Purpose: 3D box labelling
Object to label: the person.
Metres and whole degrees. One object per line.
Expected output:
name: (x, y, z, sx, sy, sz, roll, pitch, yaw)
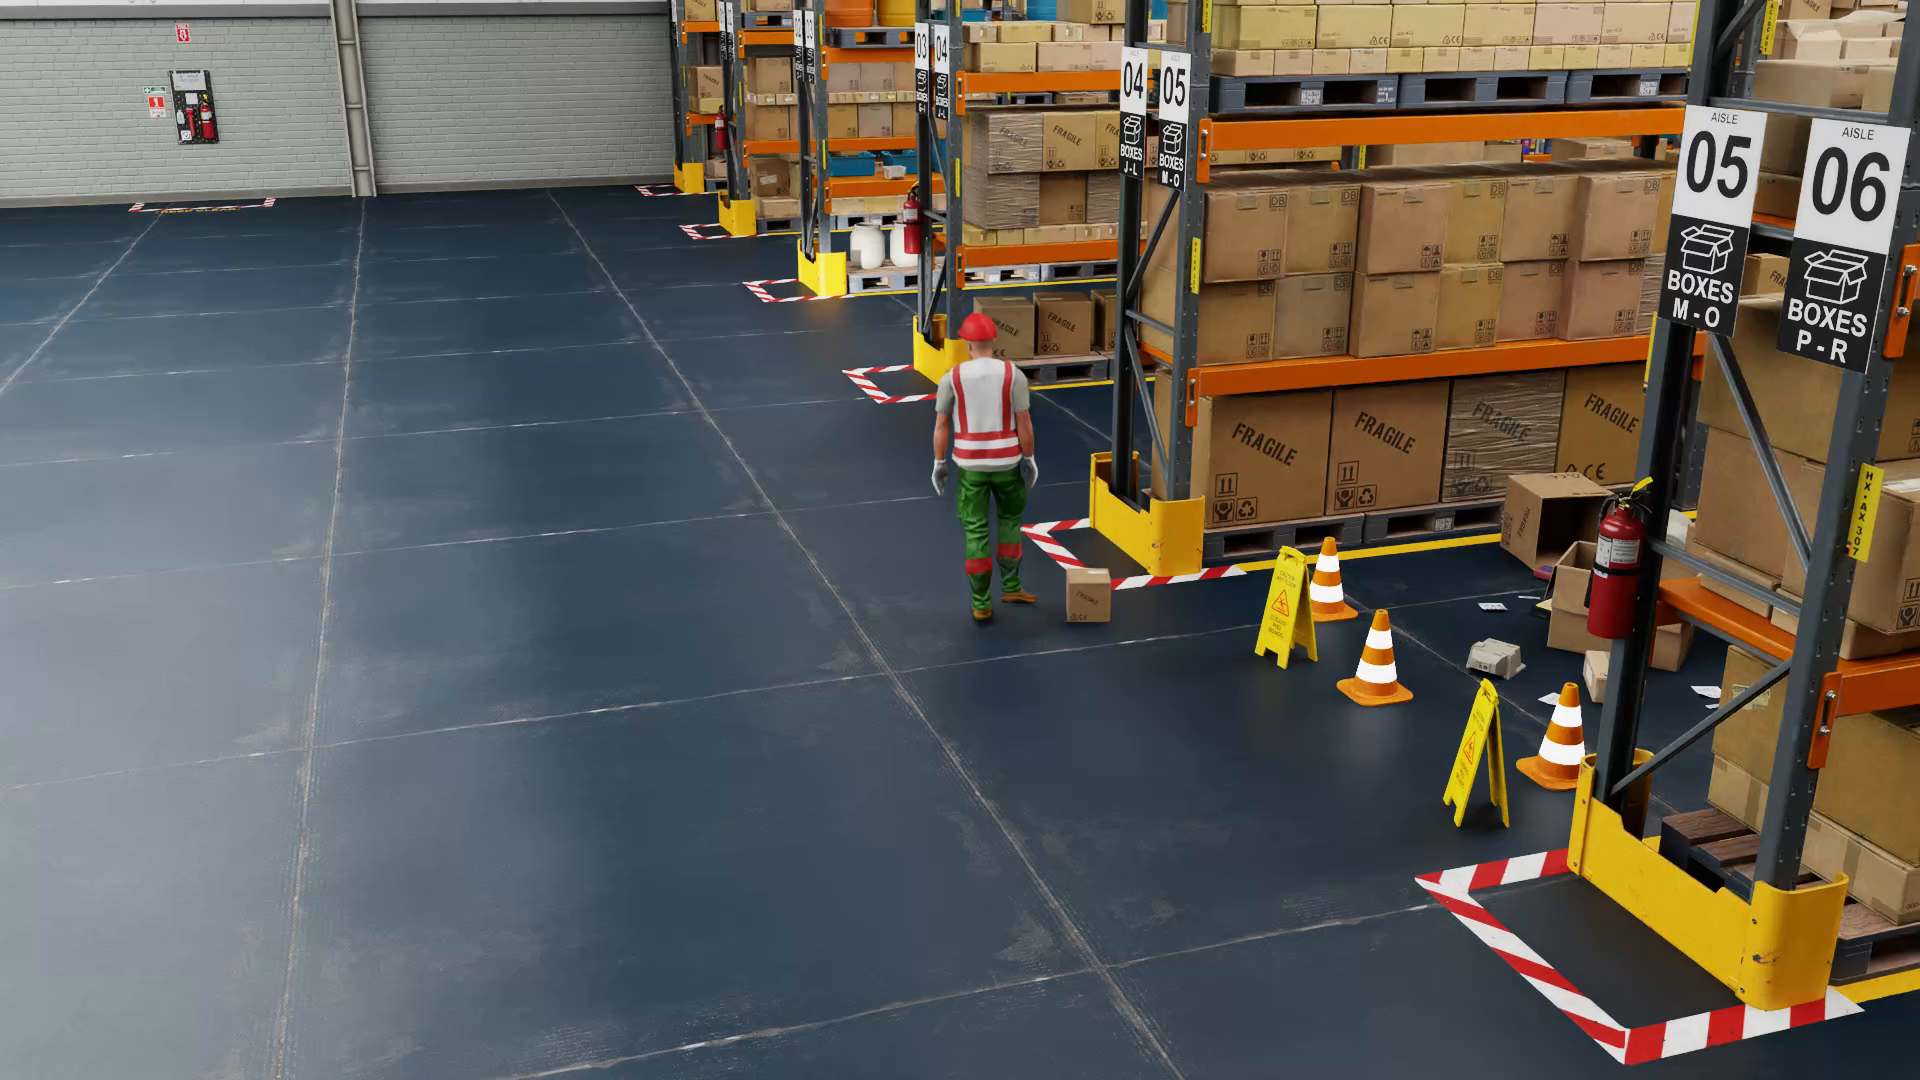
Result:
person: (0.153, -0.419, 9.756, 0.636, 1.807, 0.500, -1, 19, -2)
